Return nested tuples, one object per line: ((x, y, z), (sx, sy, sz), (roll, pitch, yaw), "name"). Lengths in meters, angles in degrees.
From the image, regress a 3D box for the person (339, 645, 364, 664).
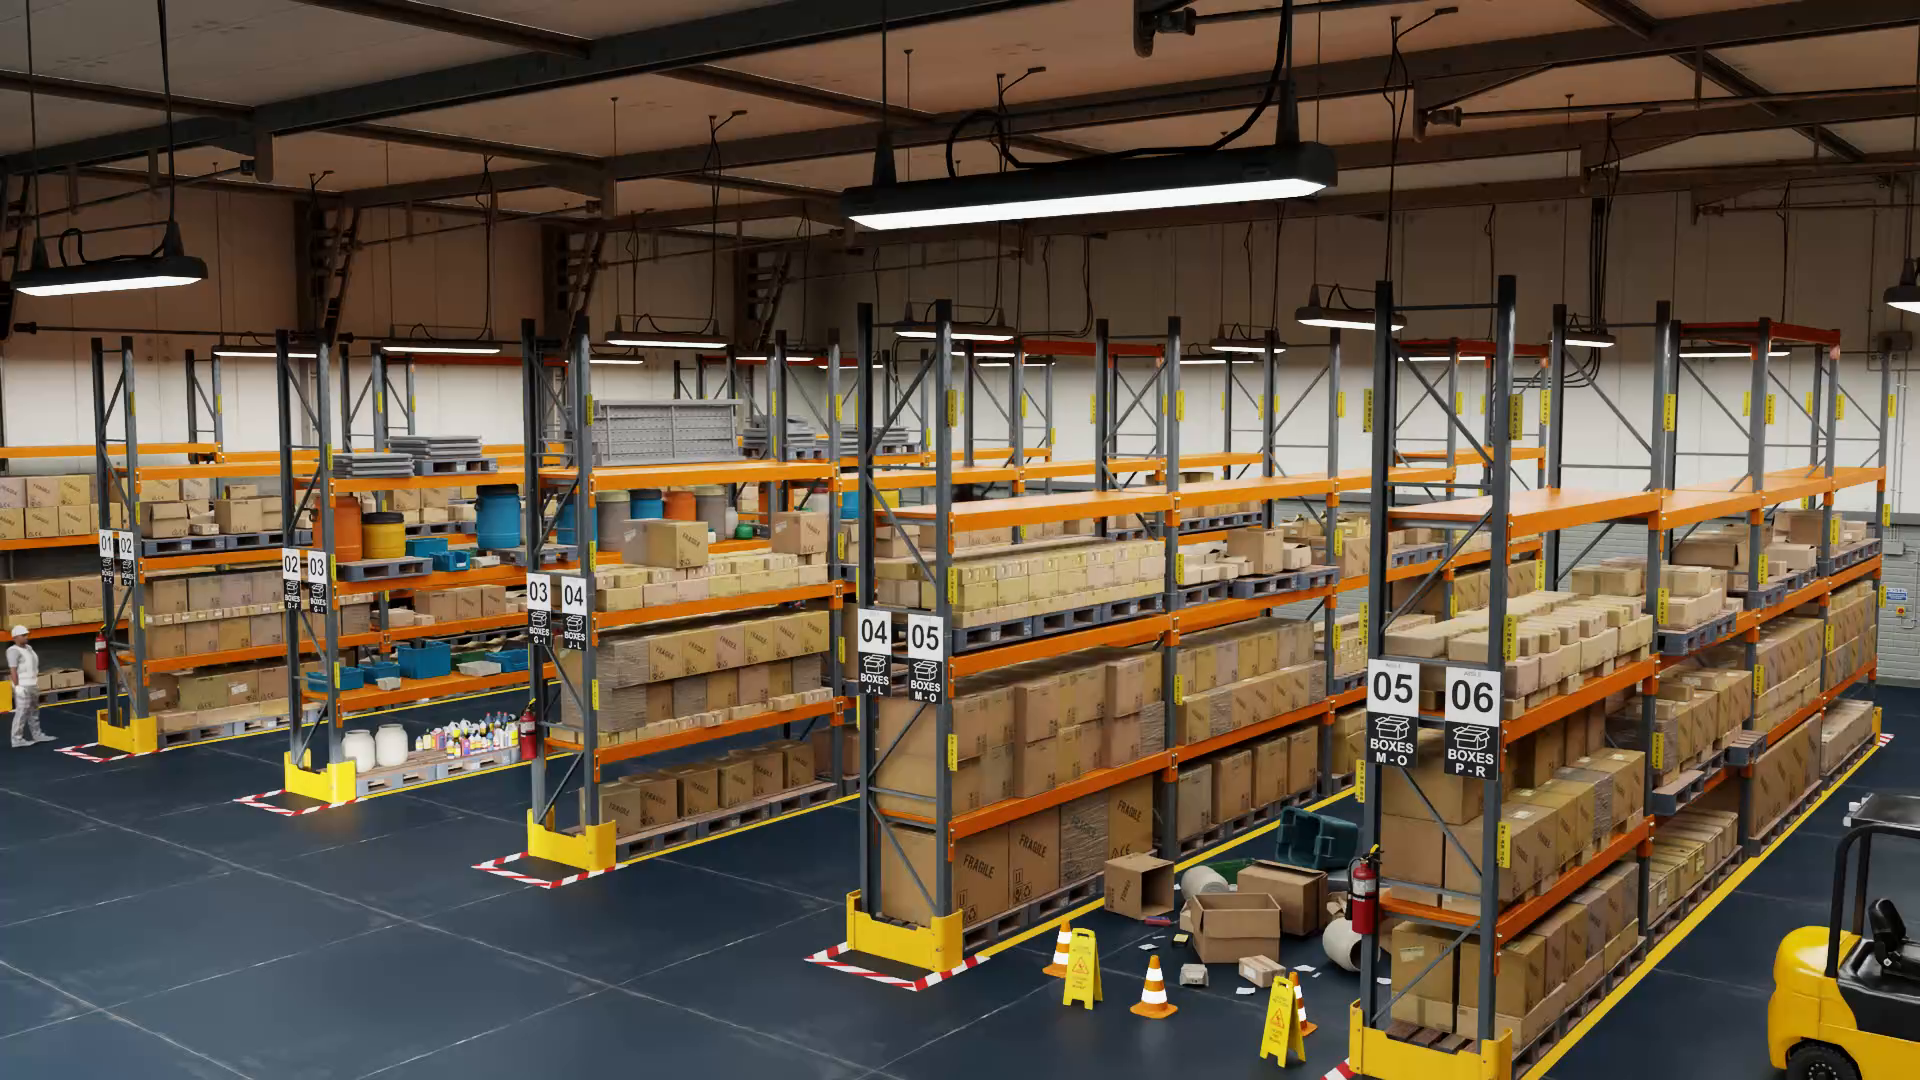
((-11.192, 1.686, 30.371), (0.709, 1.761, 0.545), (-3, 6, -30), "person")

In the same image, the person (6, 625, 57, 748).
((-13.730, 2.143, 24.577), (0.584, 1.782, 0.569), (-2, 5, -24), "person")
